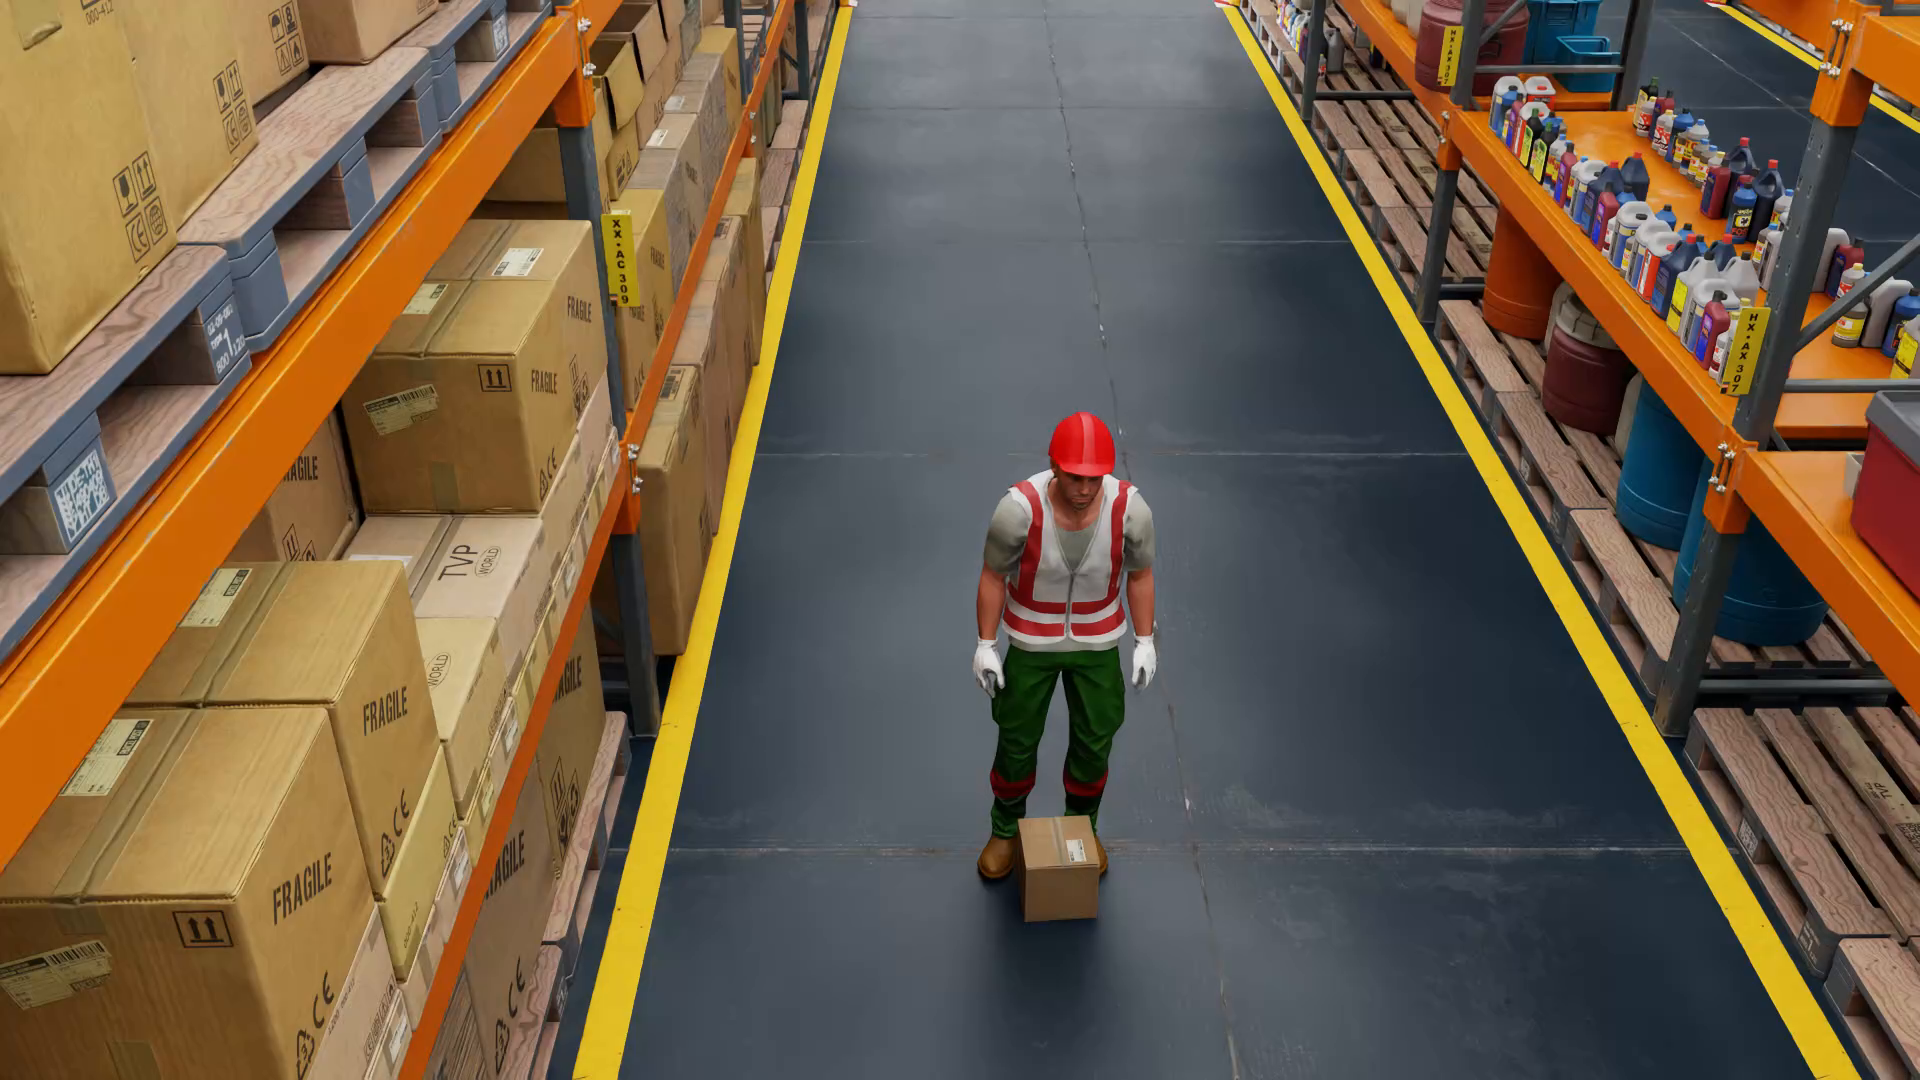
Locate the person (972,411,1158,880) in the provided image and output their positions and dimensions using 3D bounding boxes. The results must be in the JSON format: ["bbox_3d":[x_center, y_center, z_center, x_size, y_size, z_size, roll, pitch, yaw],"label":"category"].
[{"bbox_3d":[0.350,0.360,5.527,0.623,1.778,0.446,-1,31,-2],"label":"person"}]
